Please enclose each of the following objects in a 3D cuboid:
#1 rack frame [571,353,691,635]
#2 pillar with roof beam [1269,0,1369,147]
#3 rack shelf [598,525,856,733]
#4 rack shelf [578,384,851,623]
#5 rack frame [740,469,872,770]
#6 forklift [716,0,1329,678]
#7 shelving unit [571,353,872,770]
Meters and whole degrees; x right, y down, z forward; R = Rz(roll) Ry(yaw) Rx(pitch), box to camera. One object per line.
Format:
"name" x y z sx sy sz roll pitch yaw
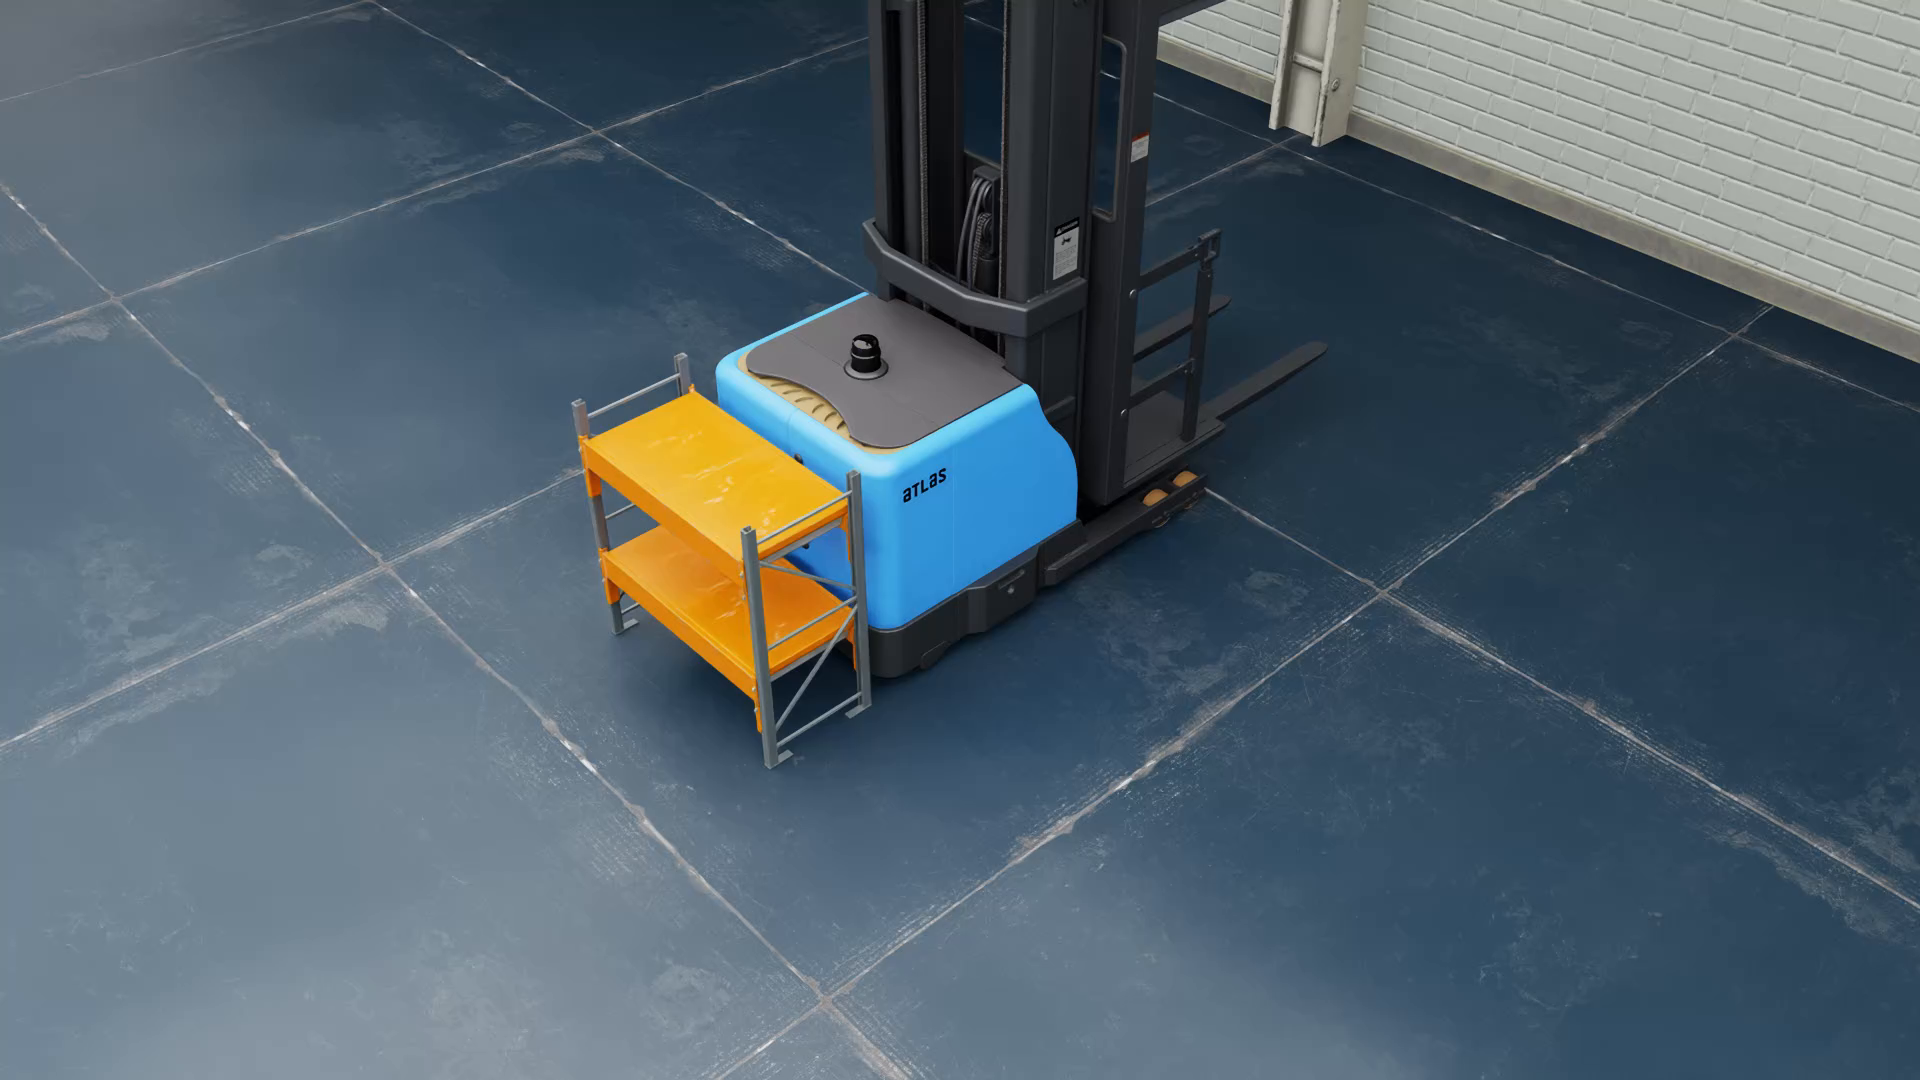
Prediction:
"rack frame" -1.229 -0.163 6.557 0.500 1.125 0.032 -30 48 -32
"pillar with roof beam" -0.984 -4.248 5.347 9.100 9.000 0.400 -30 48 -32
"rack shelf" -0.882 0.260 6.422 0.538 0.278 1.000 -30 48 -32
"rack shelf" -0.882 -0.158 6.084 0.538 0.278 1.000 -30 48 -32
"rack frame" -0.535 0.304 5.979 0.500 1.125 0.032 -30 48 -32
"forklift" 0.459 -1.411 6.664 3.031 2.935 1.130 -31 48 -32
"shelving unit" -0.882 0.070 6.268 0.538 1.125 1.048 -30 48 -32
